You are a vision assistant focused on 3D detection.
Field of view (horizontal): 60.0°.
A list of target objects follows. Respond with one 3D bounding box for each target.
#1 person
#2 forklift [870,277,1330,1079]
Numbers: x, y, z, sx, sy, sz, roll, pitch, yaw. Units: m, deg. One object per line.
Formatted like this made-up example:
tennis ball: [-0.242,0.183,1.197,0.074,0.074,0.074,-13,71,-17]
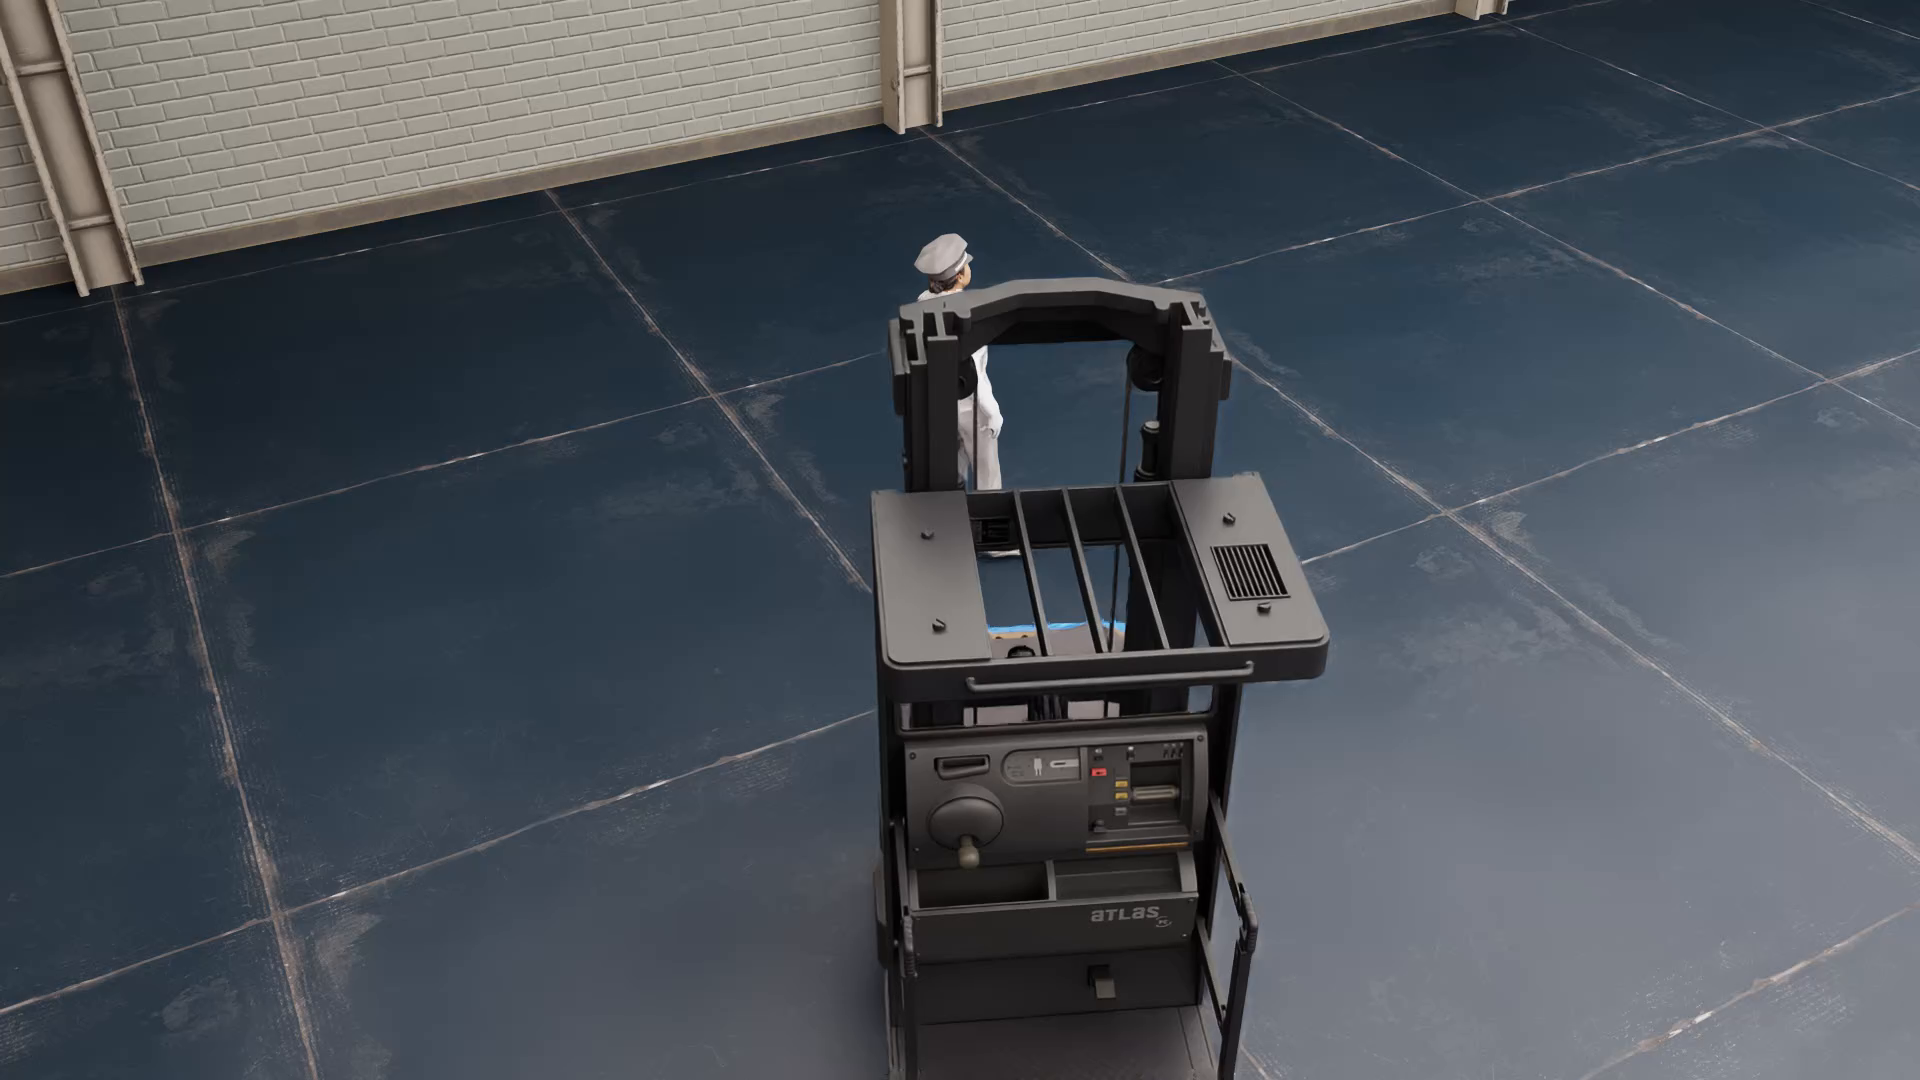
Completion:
person: [0.063,-0.713,8.191,0.531,1.695,0.588,-17,39,-23]
forklift: [0.320,0.851,4.919,1.130,2.935,3.031,-3,35,-4]
